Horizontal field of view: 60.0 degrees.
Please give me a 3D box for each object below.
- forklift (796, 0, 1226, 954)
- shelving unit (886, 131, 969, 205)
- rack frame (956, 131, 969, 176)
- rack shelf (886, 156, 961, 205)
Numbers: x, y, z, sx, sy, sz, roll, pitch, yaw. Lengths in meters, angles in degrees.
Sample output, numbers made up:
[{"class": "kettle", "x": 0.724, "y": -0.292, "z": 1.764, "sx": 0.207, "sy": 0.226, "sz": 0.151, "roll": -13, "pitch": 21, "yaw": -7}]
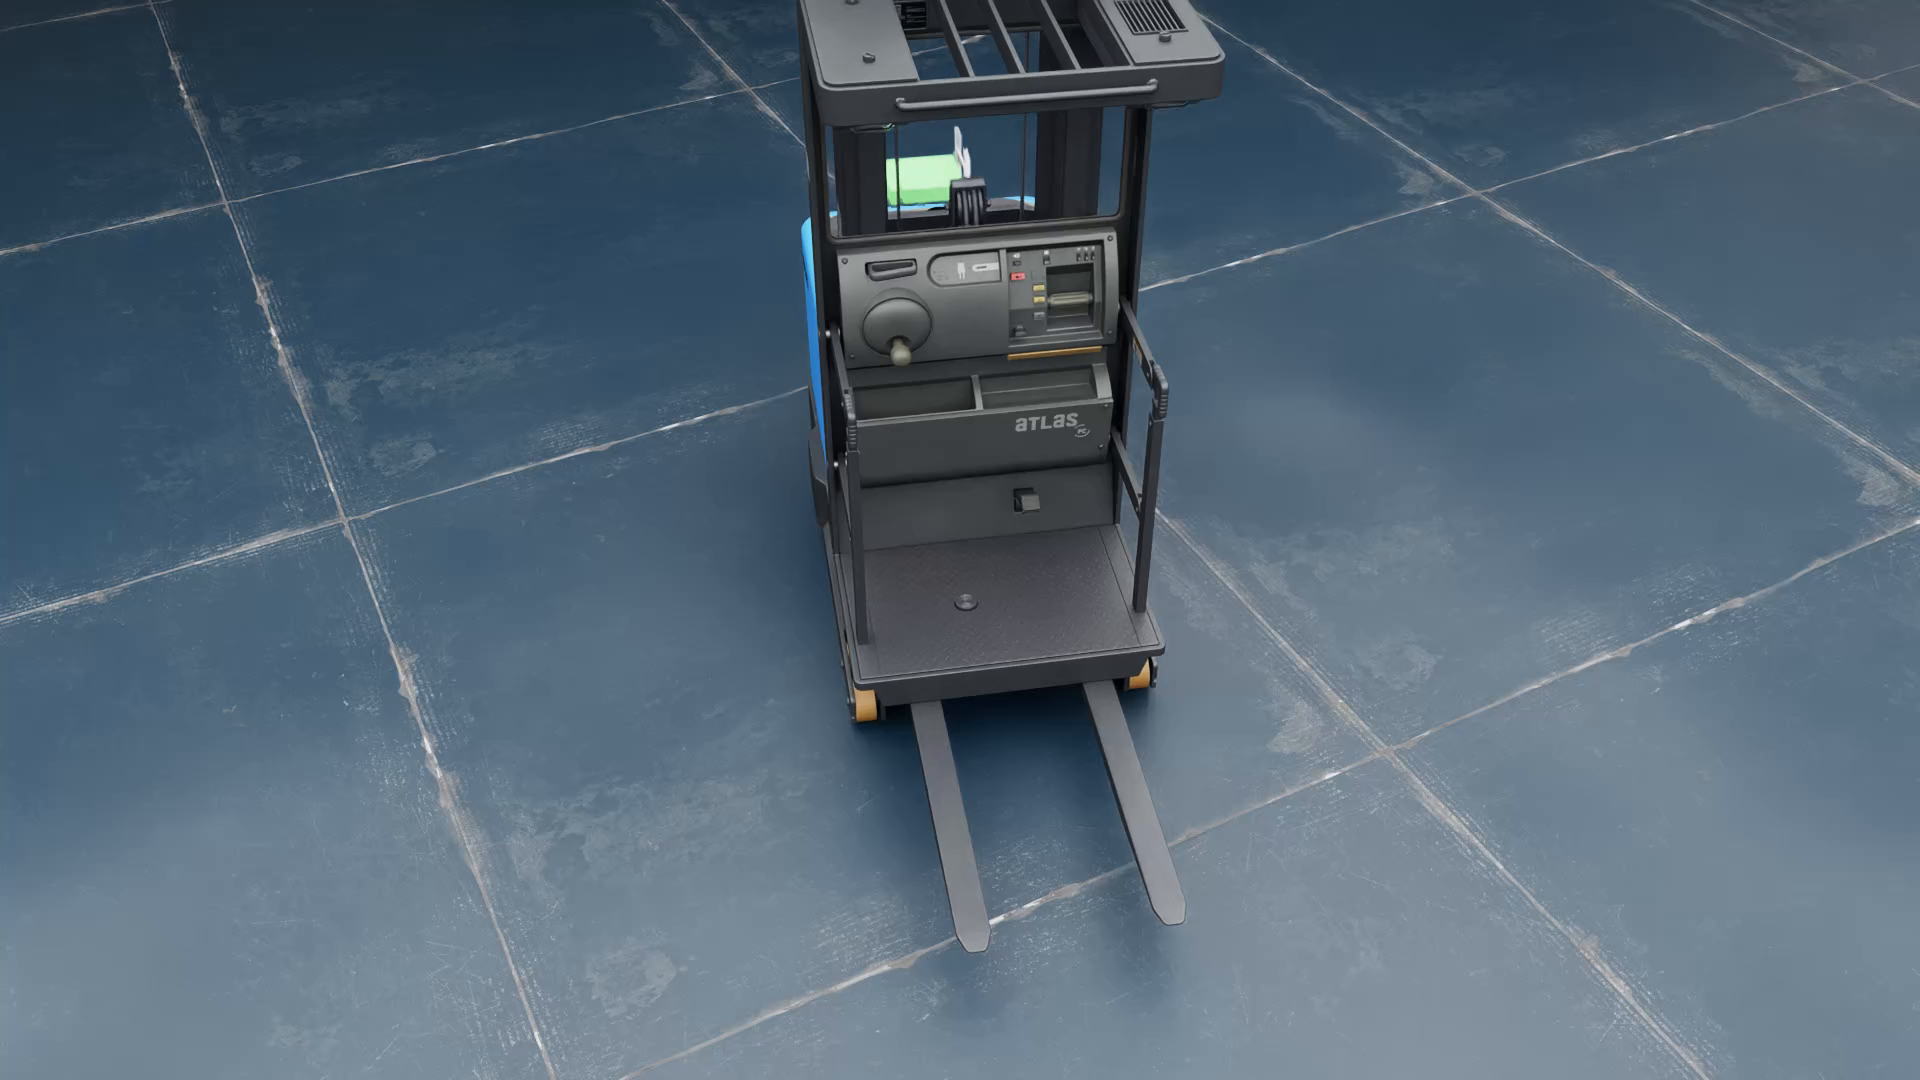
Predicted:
[{"class": "forklift", "x": 0.103, "y": -0.719, "z": 5.331, "sx": 1.130, "sy": 2.935, "sz": 3.031, "roll": -6, "pitch": 41, "yaw": -7}, {"class": "shelving unit", "x": -0.227, "y": -1.125, "z": 7.145, "sx": 0.503, "sy": 1.200, "sz": 0.258, "roll": -6, "pitch": 39, "yaw": -7}, {"class": "rack frame", "x": 0.013, "y": -1.151, "z": 7.176, "sx": 0.015, "sy": 1.200, "sz": 0.240, "roll": -6, "pitch": 39, "yaw": -7}, {"class": "rack shelf", "x": -0.229, "y": -1.449, "z": 6.884, "sx": 0.480, "sy": 0.148, "sz": 0.258, "roll": -6, "pitch": 39, "yaw": -7}]
